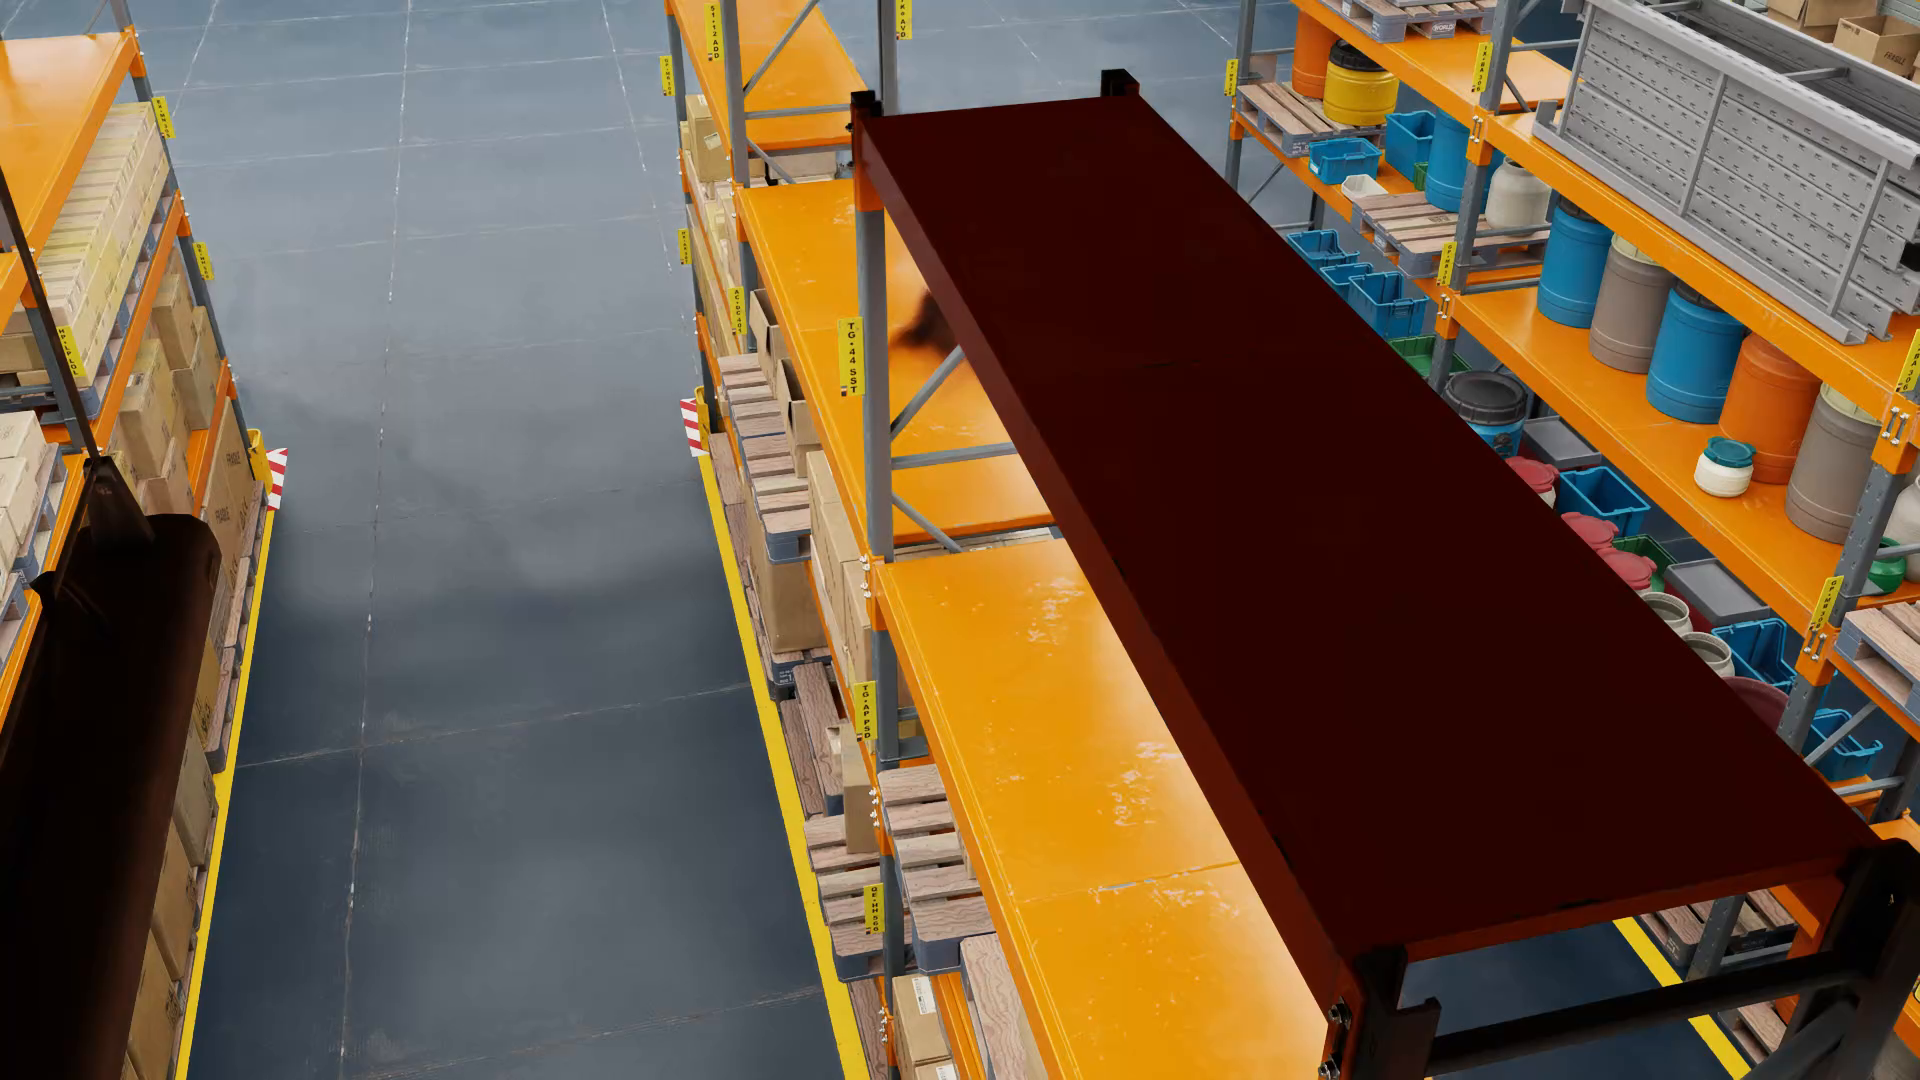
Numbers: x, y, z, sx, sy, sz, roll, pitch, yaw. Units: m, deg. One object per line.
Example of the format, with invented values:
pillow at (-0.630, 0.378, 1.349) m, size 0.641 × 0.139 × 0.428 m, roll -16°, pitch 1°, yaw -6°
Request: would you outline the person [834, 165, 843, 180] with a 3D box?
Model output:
person at (-1.715, -4.735, 19.483) m, size 0.638 × 1.733 × 0.709 m, roll 2°, pitch 34°, yaw 3°
